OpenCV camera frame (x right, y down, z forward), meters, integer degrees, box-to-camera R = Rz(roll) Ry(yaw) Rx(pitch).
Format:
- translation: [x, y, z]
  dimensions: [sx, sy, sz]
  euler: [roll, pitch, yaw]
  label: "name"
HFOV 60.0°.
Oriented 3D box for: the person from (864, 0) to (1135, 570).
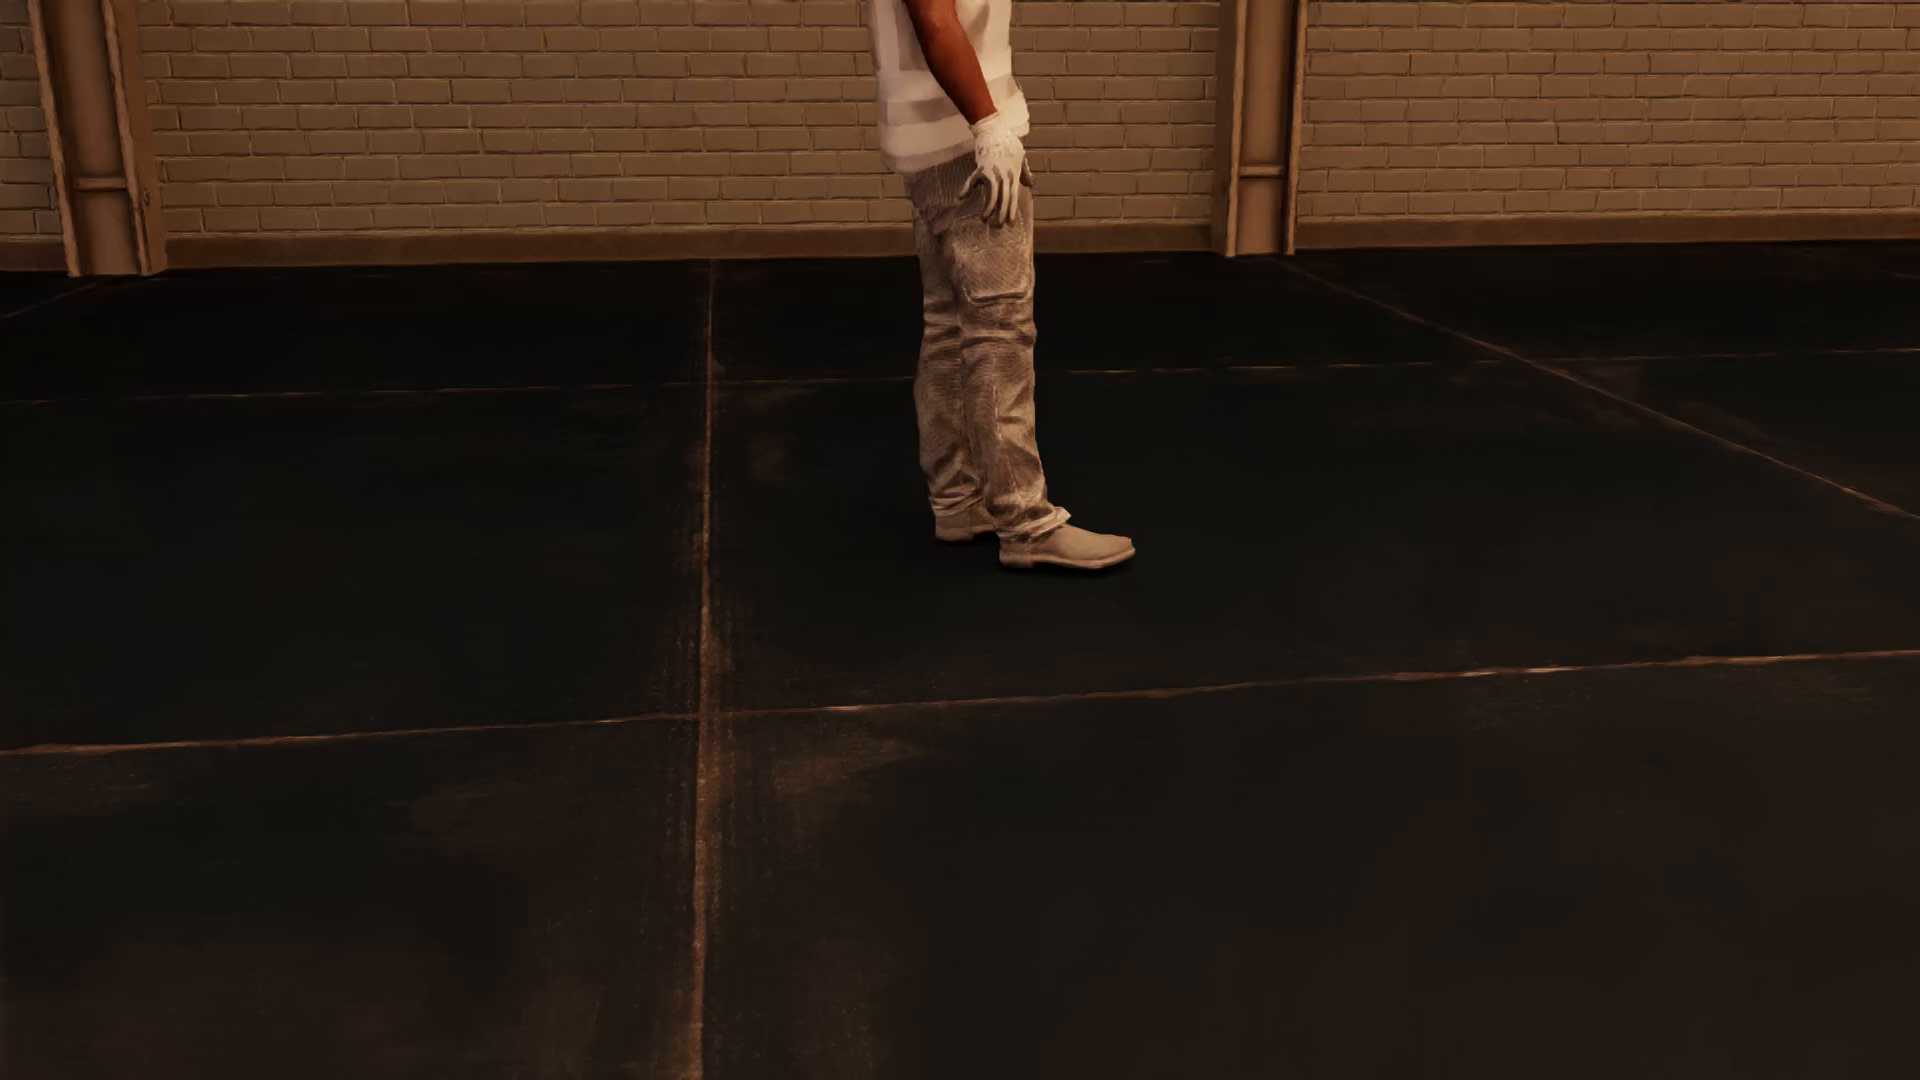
- translation: [0.073, -0.861, 3.709]
  dimensions: [0.576, 1.782, 0.655]
  euler: [-2, 17, -8]
  label: "person"
